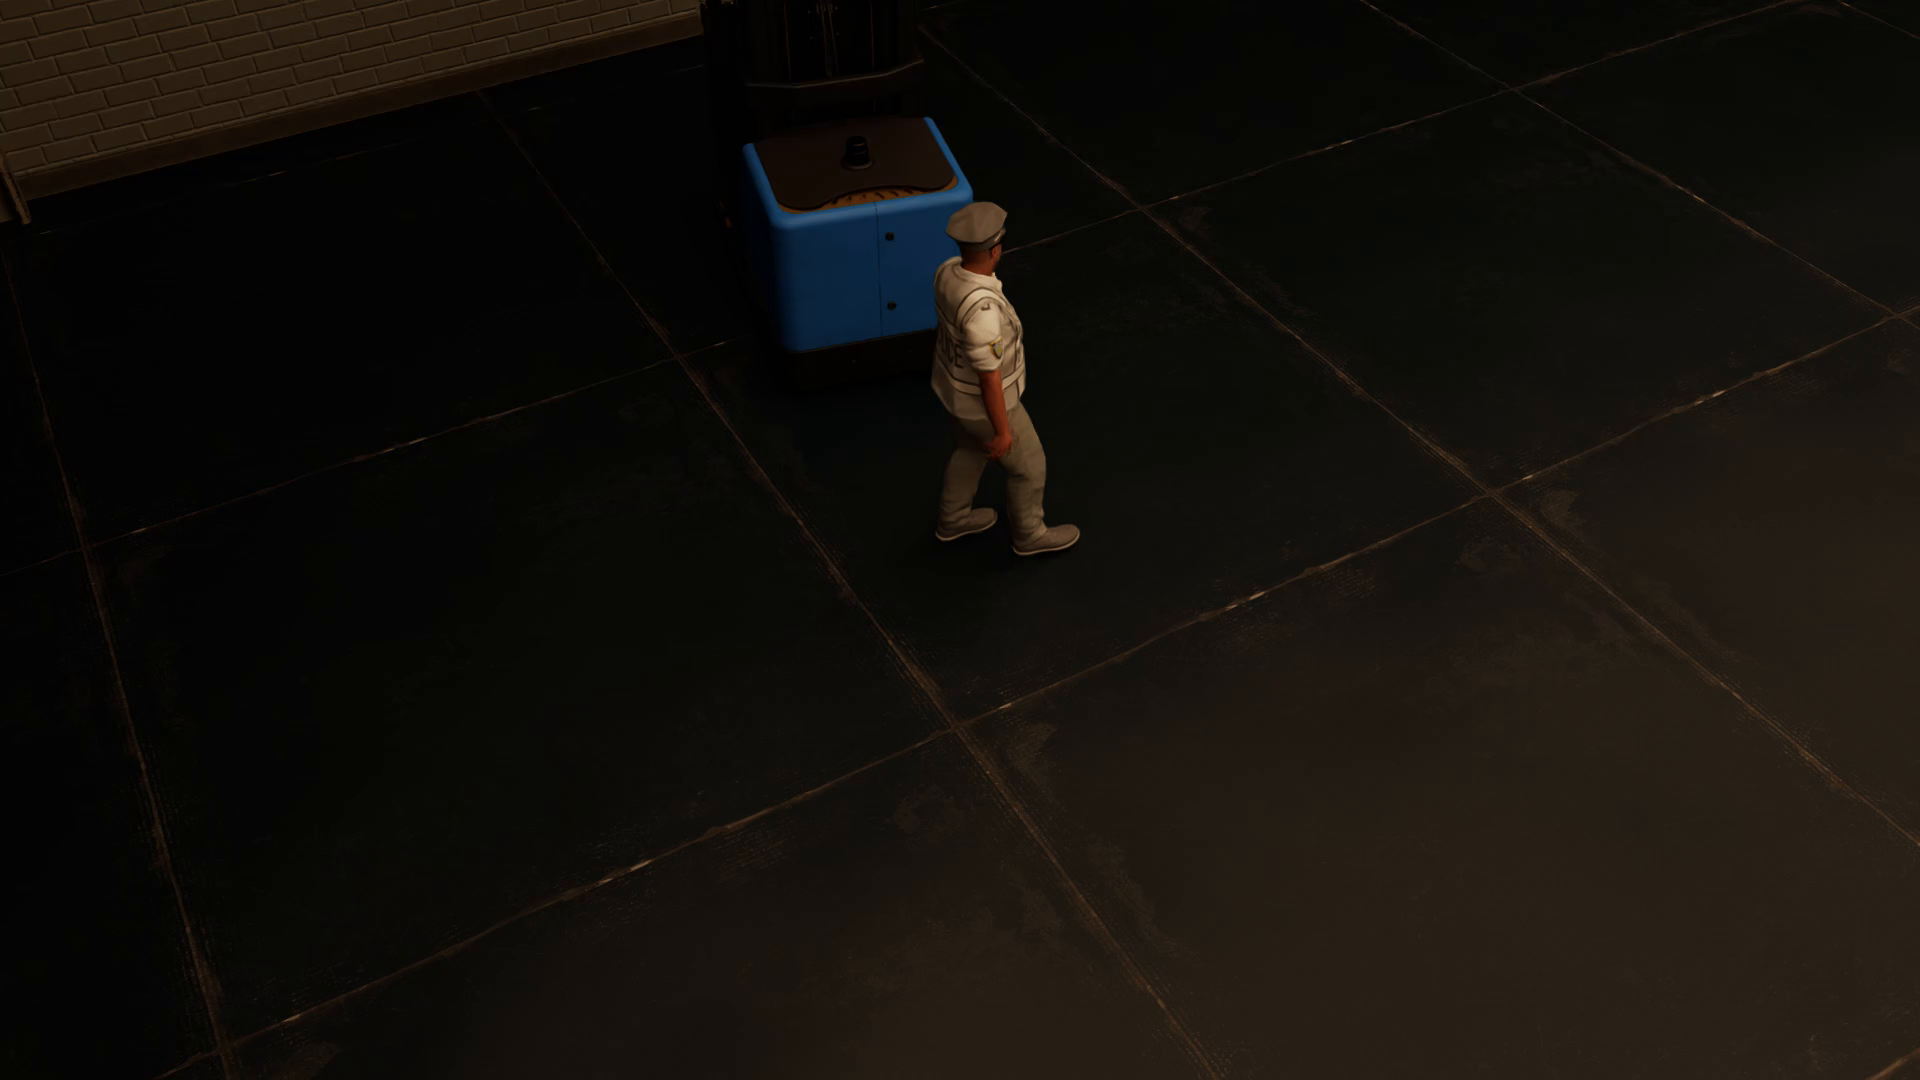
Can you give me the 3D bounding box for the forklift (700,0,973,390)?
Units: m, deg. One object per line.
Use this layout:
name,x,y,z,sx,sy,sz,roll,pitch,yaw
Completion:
forklift,-0.826,-2.864,8.787,1.130,2.935,3.031,-11,44,-12

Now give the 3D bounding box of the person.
person,0.190,-0.690,7.322,0.621,1.736,0.682,-17,45,-17
